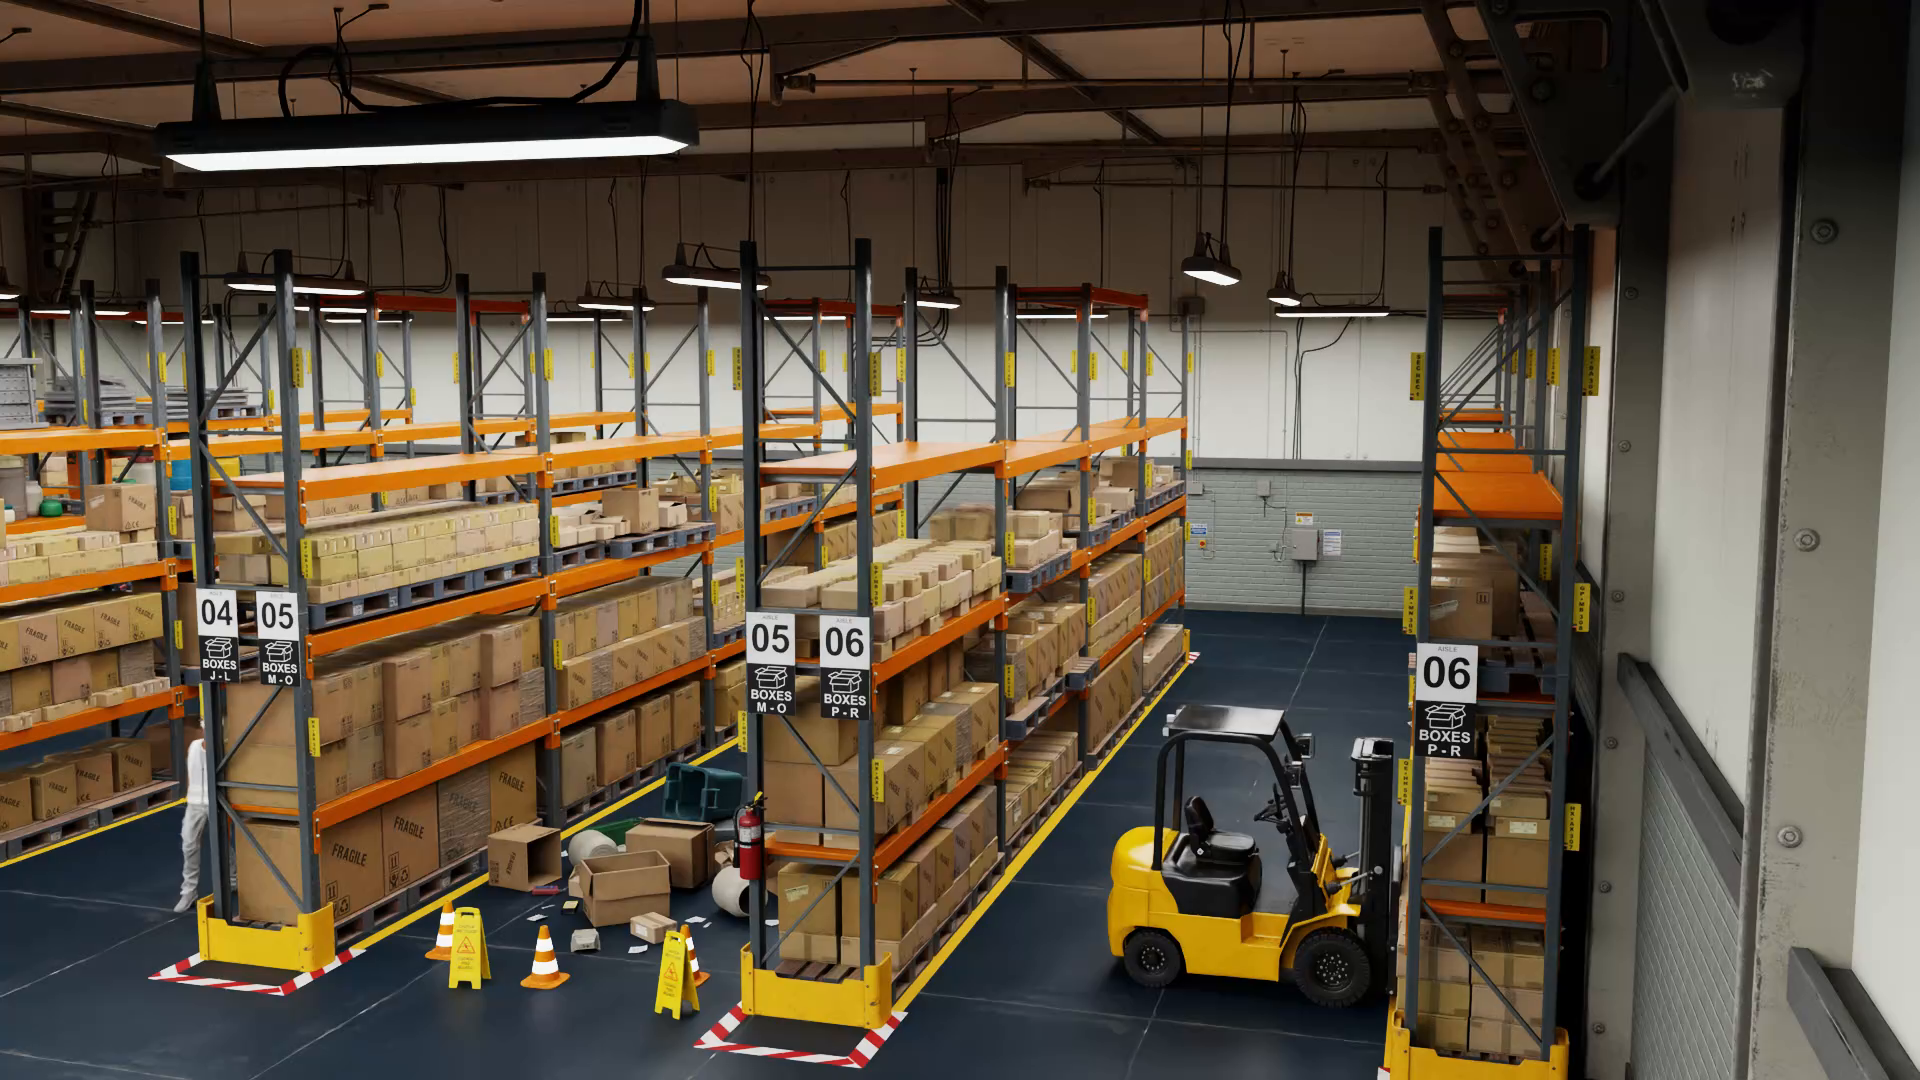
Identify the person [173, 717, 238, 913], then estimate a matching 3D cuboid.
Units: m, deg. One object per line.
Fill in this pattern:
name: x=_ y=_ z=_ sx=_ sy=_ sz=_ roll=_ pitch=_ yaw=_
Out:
person: x=-7.109 y=2.544 z=15.660 sx=0.576 sy=1.801 sz=0.684 roll=0 pitch=6 yaw=1
